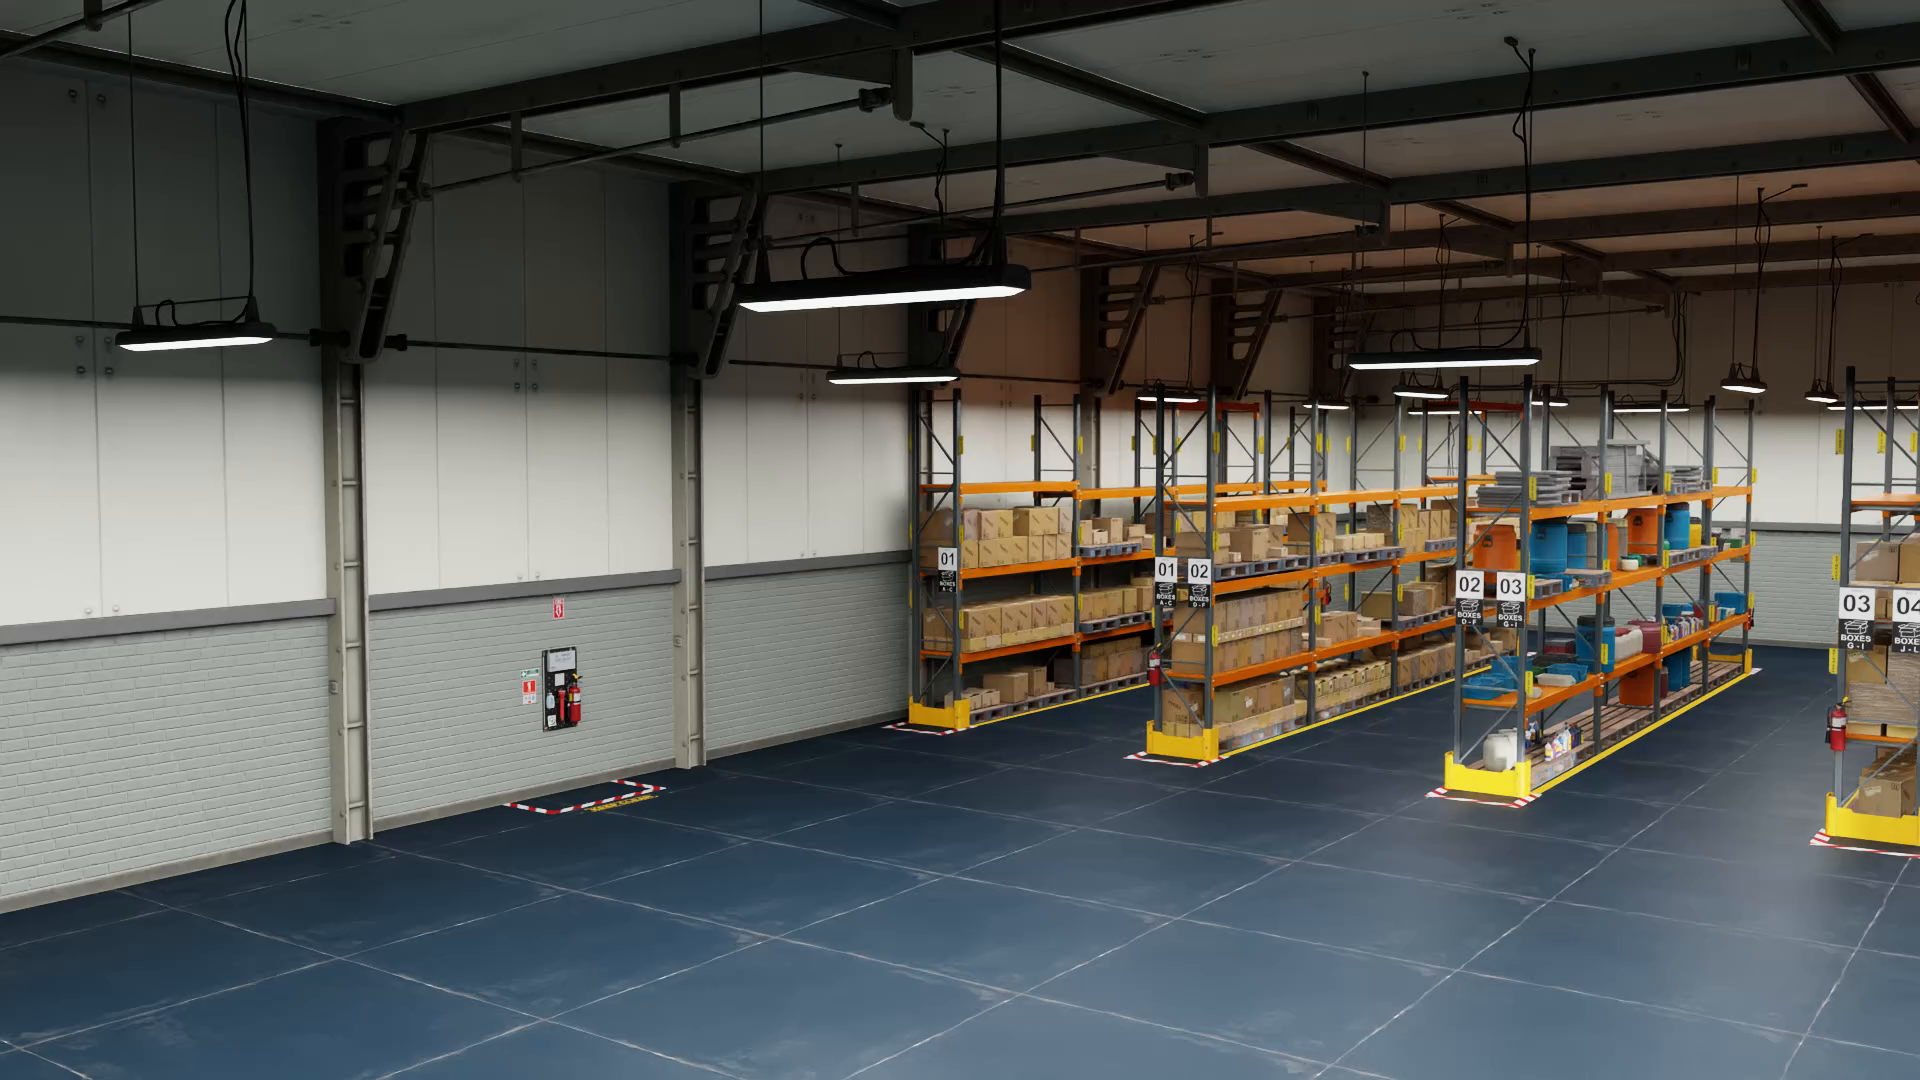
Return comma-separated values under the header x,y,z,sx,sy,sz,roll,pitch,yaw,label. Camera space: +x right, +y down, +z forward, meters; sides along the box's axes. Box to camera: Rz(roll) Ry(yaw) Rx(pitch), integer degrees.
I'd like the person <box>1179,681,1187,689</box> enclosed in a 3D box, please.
x,y,z,sx,sy,sz,roll,pitch,yaw,label
4.551,2.334,32.686,0.482,1.568,1.052,2,4,27,person
